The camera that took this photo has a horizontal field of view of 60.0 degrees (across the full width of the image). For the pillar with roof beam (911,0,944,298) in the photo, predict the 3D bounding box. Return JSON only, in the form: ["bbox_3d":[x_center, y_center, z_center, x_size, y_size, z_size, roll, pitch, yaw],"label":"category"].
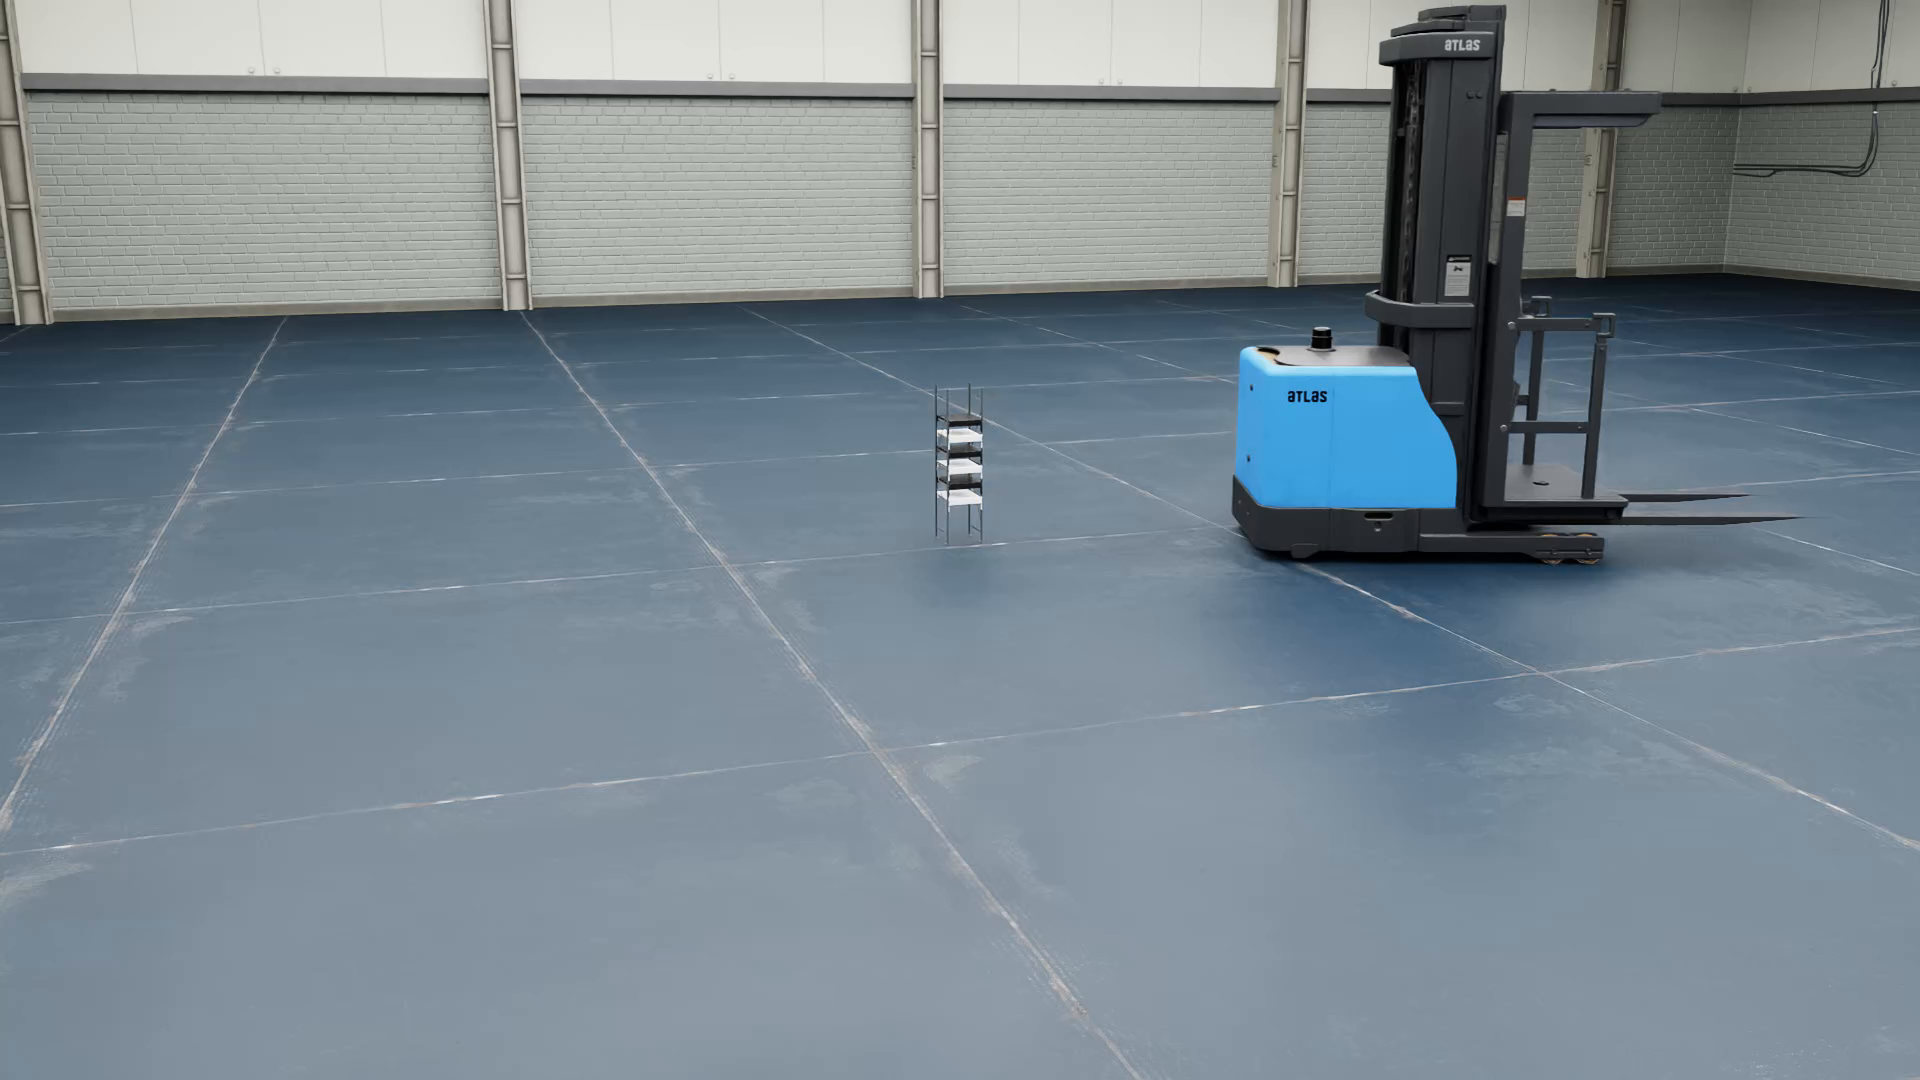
[{"bbox_3d":[0.894,-7.094,20.021,0.400,9.000,9.100,-4,14,-18],"label":"pillar with roof beam"}]

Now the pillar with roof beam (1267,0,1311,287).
[{"bbox_3d":[6.581,-7.537,21.883,0.400,9.000,9.100,-4,14,-18],"label":"pillar with roof beam"}]

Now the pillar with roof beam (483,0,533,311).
[{"bbox_3d":[-4.793,-6.651,18.160,0.400,9.000,9.100,-4,14,-18],"label":"pillar with roof beam"}]

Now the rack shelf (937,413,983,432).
[{"bbox_3d":[-0.008,-0.667,9.481,0.200,0.077,0.258,-4,14,-18],"label":"rack shelf"}]

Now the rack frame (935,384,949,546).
[{"bbox_3d":[-0.104,-0.430,9.505,0.006,0.900,0.240,-4,14,-18],"label":"rack frame"}]

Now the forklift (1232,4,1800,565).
[{"bbox_3d":[3.147,-1.416,9.262,3.031,2.935,1.130,0,13,0],"label":"forklift"}]

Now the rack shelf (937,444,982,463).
[{"bbox_3d":[-0.008,-0.492,9.523,0.200,0.077,0.258,-4,14,-18],"label":"rack shelf"}]

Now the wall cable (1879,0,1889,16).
[{"bbox_3d":[14.971,-9.204,24.689,0.112,2.526,3.097,-4,14,-18],"label":"wall cable"}]

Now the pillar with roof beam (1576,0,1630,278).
[{"bbox_3d":[12.267,-7.980,23.745,0.400,9.000,9.100,-4,14,-18],"label":"pillar with roof beam"}]

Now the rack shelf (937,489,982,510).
[{"bbox_3d":[-0.008,-0.230,9.586,0.200,0.077,0.258,-4,14,-18],"label":"rack shelf"}]

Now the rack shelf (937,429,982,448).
[{"bbox_3d":[-0.008,-0.580,9.502,0.200,0.077,0.258,-4,14,-18],"label":"rack shelf"}]

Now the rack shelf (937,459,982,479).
[{"bbox_3d":[-0.008,-0.405,9.544,0.200,0.077,0.258,-4,14,-18],"label":"rack shelf"}]

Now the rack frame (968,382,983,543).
[{"bbox_3d":[0.089,-0.445,9.568,0.006,0.900,0.240,-4,14,-18],"label":"rack frame"}]

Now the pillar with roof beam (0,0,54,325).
[{"bbox_3d":[-10.479,-6.209,16.298,0.400,9.000,9.100,-4,14,-18],"label":"pillar with roof beam"}]

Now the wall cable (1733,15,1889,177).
[{"bbox_3d":[14.108,-7.341,27.768,0.112,2.526,3.097,-4,14,-18],"label":"wall cable"}]

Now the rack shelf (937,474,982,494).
[{"bbox_3d":[-0.008,-0.317,9.565,0.200,0.077,0.258,-4,14,-18],"label":"rack shelf"}]

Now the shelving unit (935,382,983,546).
[{"bbox_3d":[-0.008,-0.437,9.536,0.210,0.900,0.258,-4,14,-18],"label":"shelving unit"}]
